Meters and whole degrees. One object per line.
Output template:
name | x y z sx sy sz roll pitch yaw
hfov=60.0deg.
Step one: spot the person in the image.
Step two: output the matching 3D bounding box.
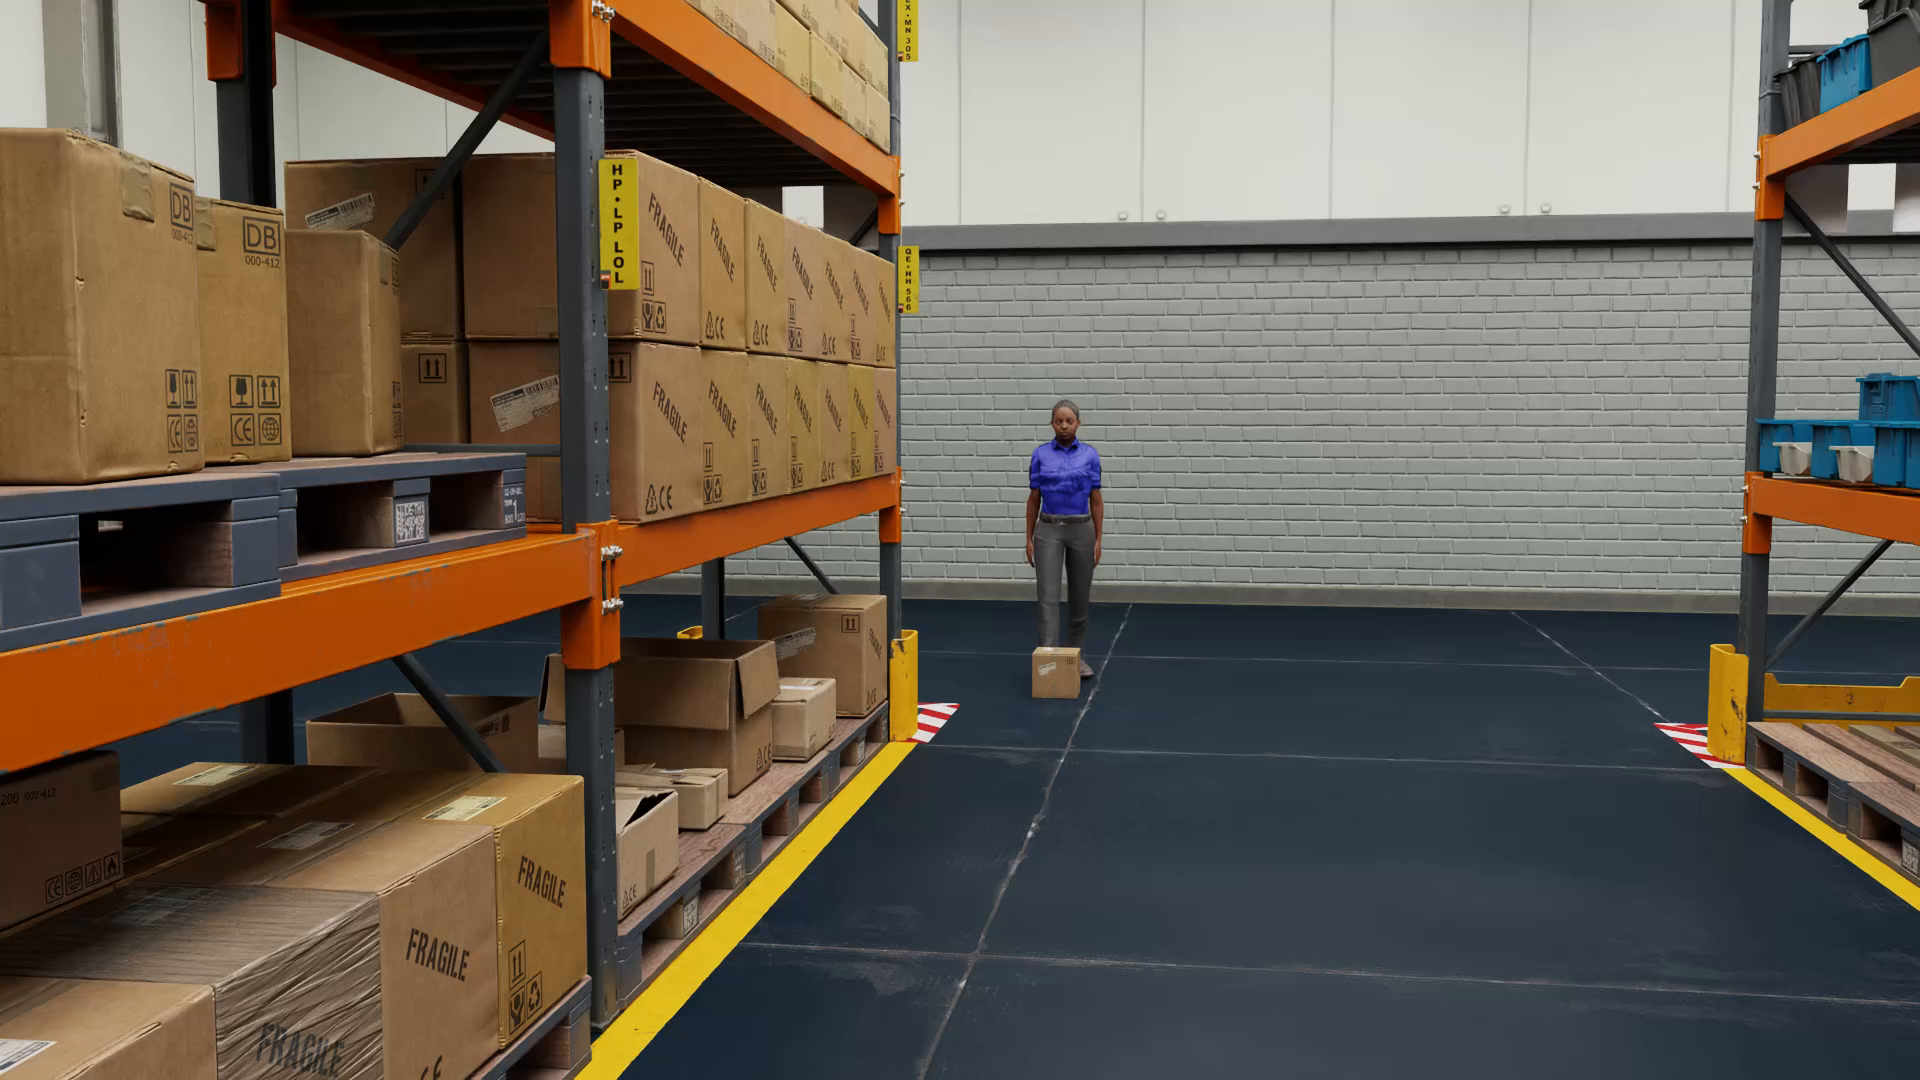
person | 0.619 0.005 9.767 0.457 1.656 0.646 0 5 1
